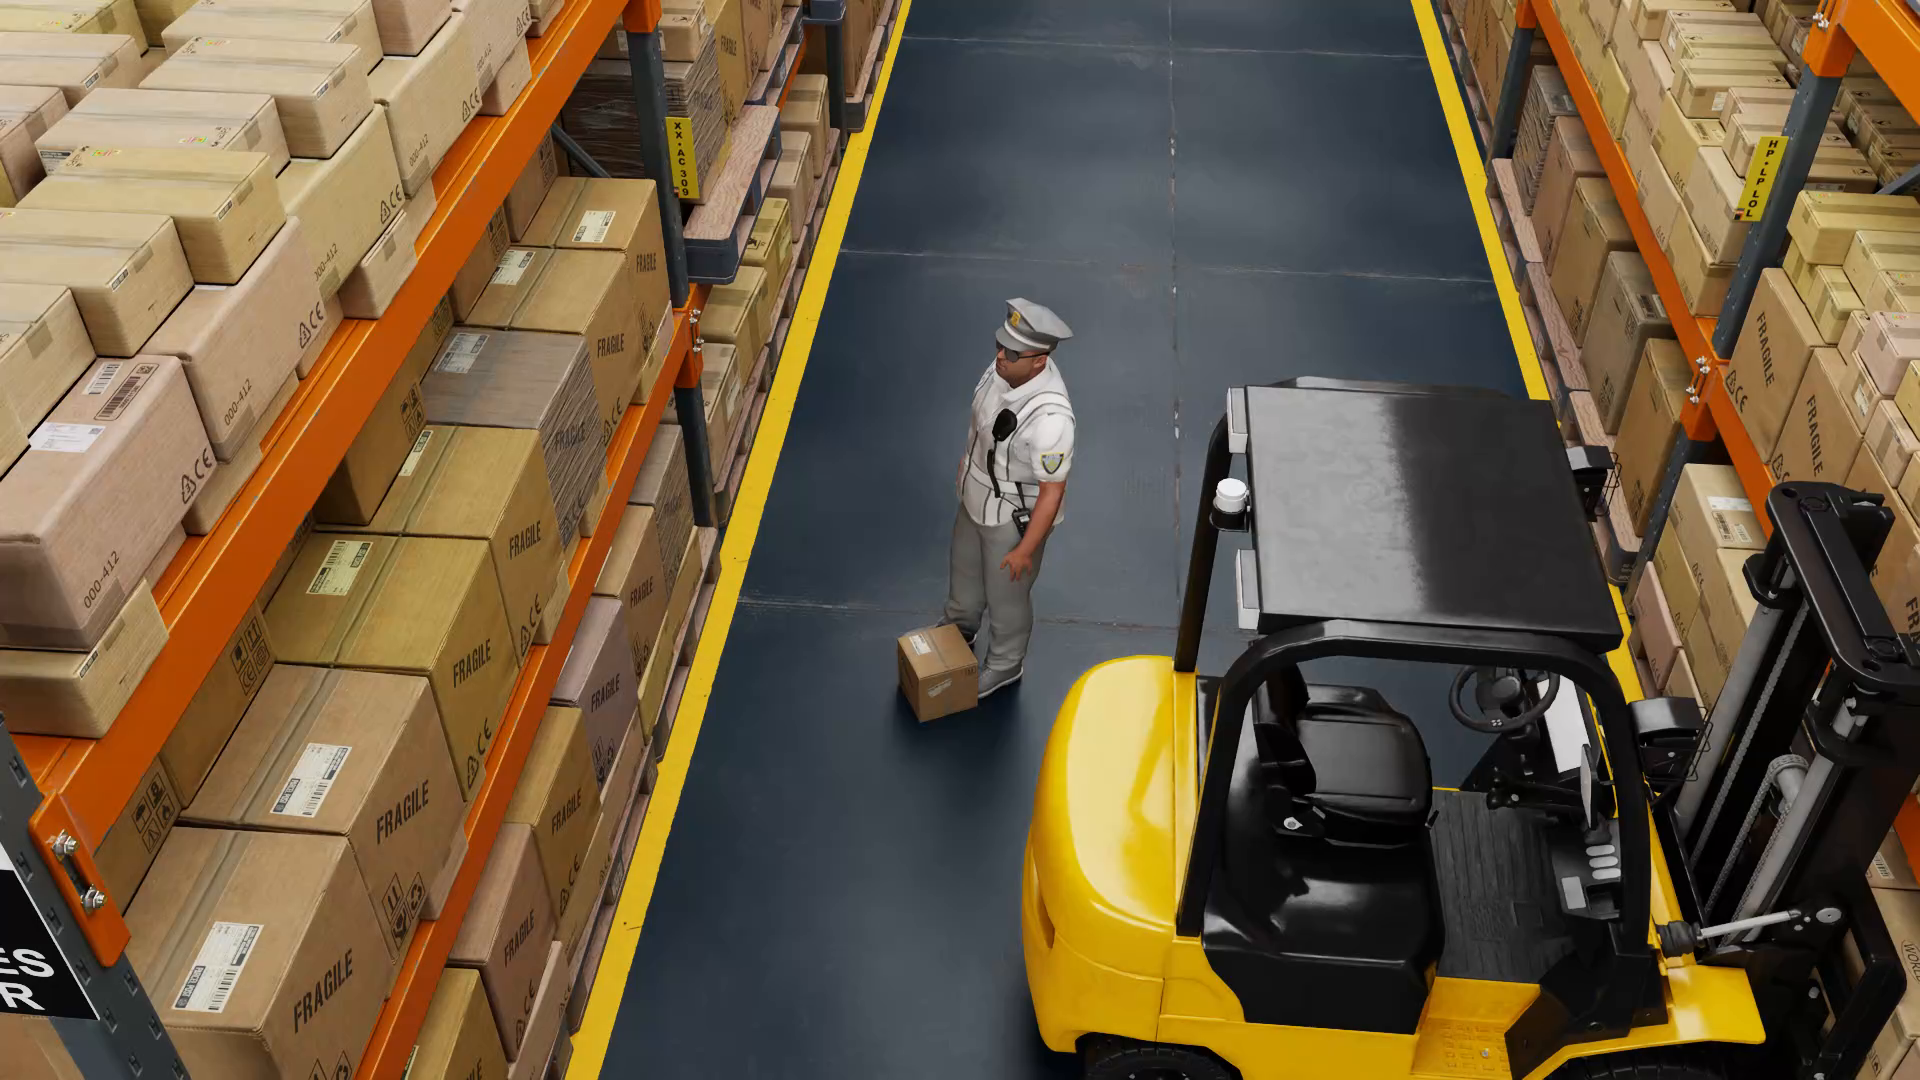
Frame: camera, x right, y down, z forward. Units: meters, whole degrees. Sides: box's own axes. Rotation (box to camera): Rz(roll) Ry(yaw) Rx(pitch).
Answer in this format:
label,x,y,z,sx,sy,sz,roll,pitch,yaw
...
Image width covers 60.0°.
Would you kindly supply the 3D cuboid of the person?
label,x,y,z,sx,sy,sz,roll,pitch,yaw
person,0.101,-0.129,6.268,0.575,1.781,0.640,-13,41,-15
